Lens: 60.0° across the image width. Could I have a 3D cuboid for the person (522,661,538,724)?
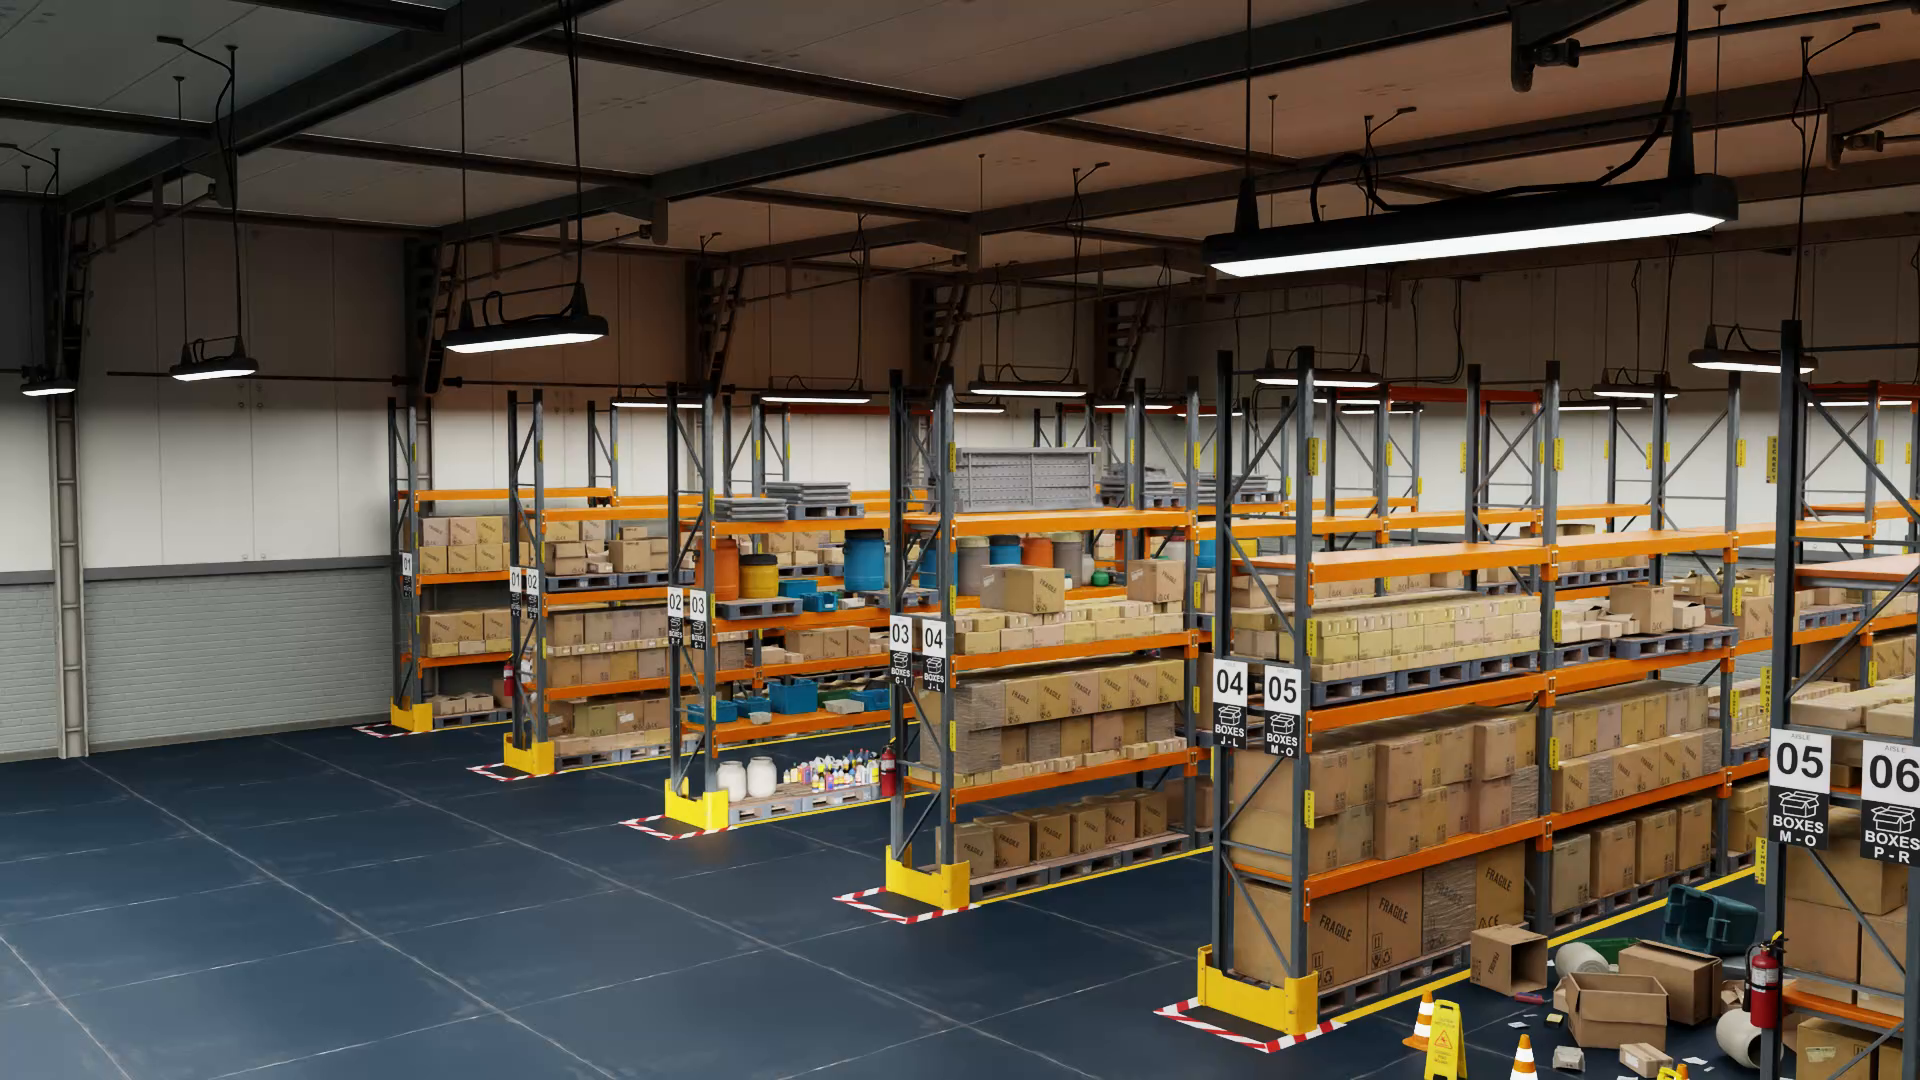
[{"bbox_3d":[-7.447,2.718,28.915,0.501,1.344,0.723,1,3,12],"label":"person"}]
